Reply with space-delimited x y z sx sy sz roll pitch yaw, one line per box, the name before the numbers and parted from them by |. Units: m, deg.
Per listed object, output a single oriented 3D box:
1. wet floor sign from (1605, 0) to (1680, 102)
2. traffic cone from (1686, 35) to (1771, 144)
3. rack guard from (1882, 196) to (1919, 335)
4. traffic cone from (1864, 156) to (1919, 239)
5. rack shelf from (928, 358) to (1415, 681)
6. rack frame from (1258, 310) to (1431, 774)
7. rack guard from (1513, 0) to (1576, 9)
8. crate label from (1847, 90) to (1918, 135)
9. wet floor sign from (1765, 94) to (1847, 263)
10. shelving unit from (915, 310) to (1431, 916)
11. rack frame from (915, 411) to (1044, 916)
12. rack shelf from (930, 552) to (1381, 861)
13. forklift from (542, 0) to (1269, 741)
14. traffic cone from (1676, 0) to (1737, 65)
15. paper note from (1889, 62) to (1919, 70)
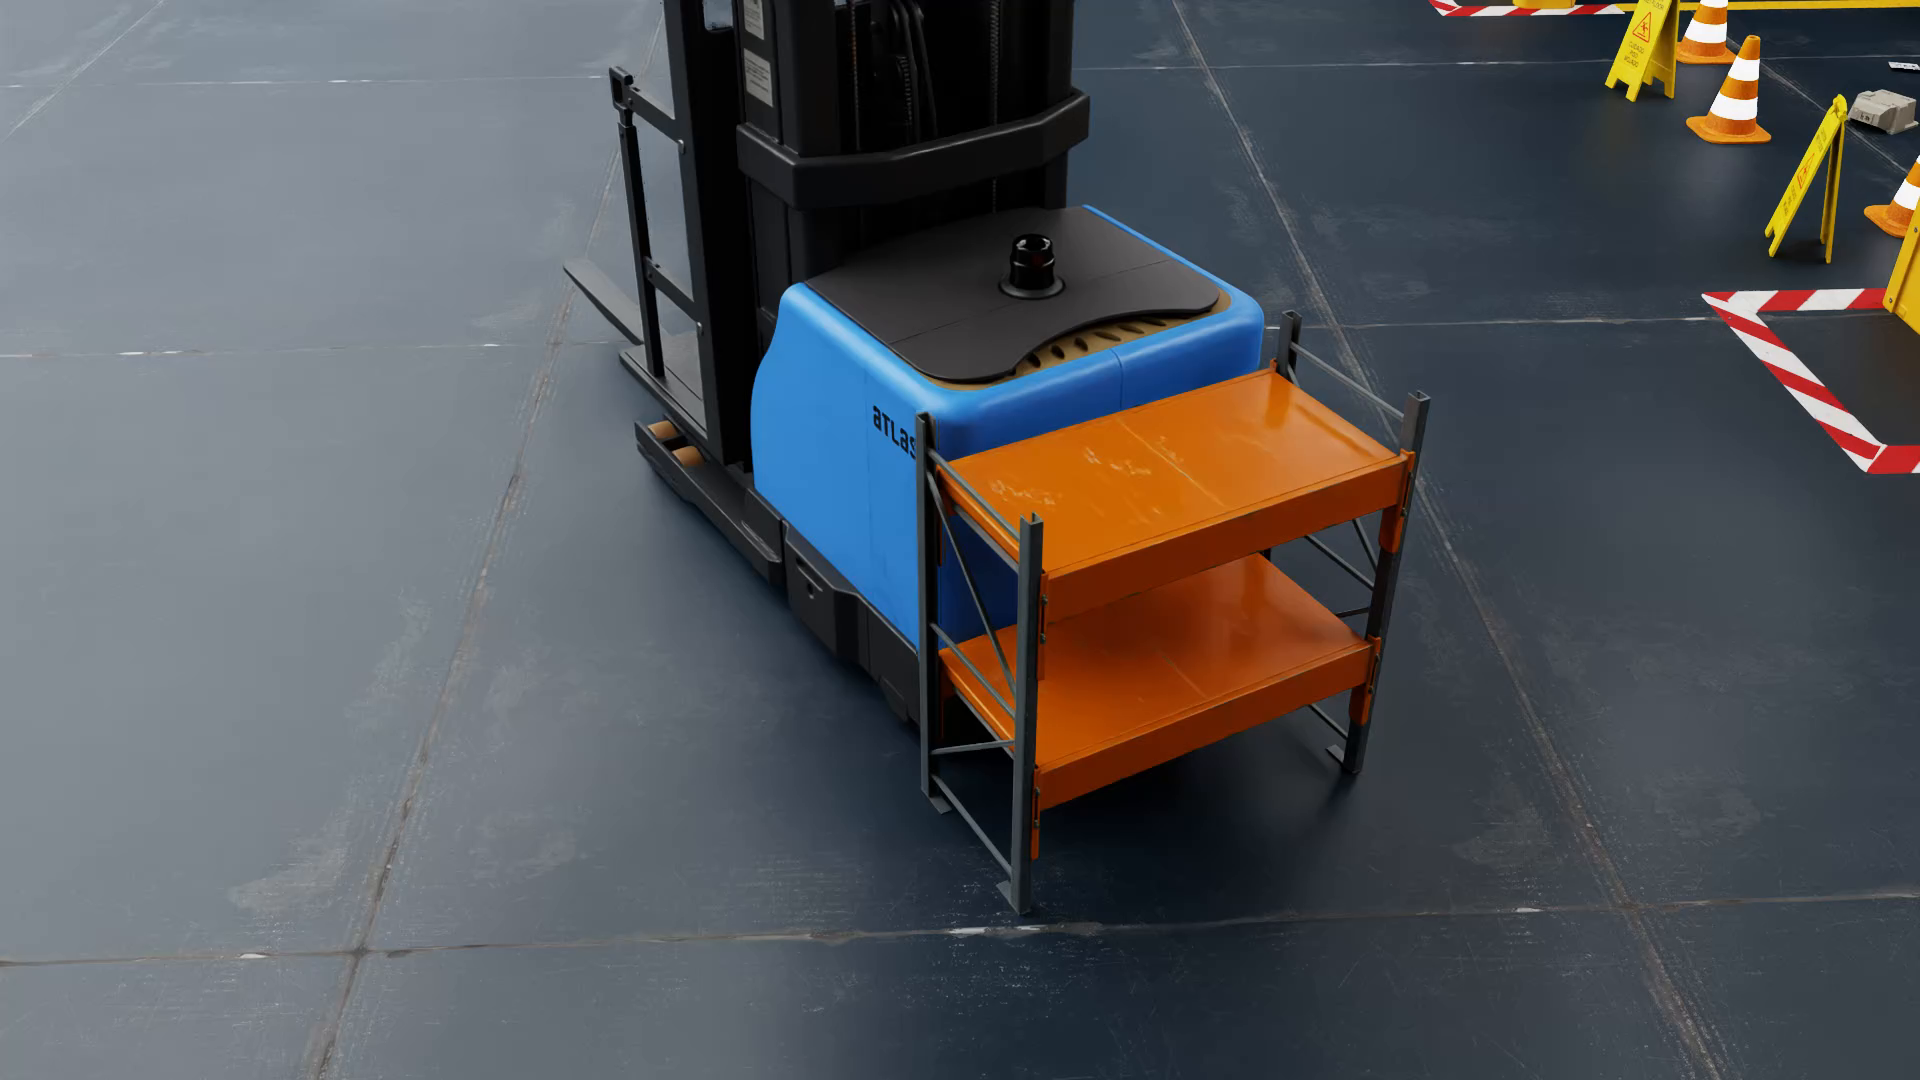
wet floor sign | 3.512 -2.585 8.418 0.232 0.644 0.267 -7 35 -10
traffic cone | 3.759 -2.191 8.010 0.334 0.463 0.336 -2 35 -2
rack guard | 3.859 -0.842 6.028 0.348 0.500 1.175 -2 35 -2
traffic cone | 4.151 -1.570 7.111 0.334 0.463 0.336 -2 35 -2
rack shelf | 0.479 -0.077 3.858 1.000 0.278 0.538 -17 38 -23
rack frame | 0.923 0.024 4.227 0.032 1.125 0.500 -17 38 -23
rack guard | 3.423 -3.650 10.085 0.348 0.500 1.175 -2 35 -2
crate label | 4.541 -2.114 8.184 0.298 0.136 0.250 -20 39 -26
wet floor sign | 3.542 -1.503 6.855 0.232 0.644 0.267 10 36 14
shelving unit | 0.479 0.164 4.024 1.048 1.125 0.538 -17 38 -23
rack frame | 0.034 0.304 3.822 0.032 1.125 0.500 -17 38 -23
rack shelf | 0.479 0.365 4.164 1.000 0.278 0.538 -17 38 -23
forklift | -0.449 -1.469 4.797 1.130 2.935 3.031 -22 40 -29
traffic cone | 4.045 -2.843 8.951 0.334 0.463 0.336 -2 35 -2
paper note | 5.052 -2.533 8.885 0.142 0.017 0.144 10 36 14
